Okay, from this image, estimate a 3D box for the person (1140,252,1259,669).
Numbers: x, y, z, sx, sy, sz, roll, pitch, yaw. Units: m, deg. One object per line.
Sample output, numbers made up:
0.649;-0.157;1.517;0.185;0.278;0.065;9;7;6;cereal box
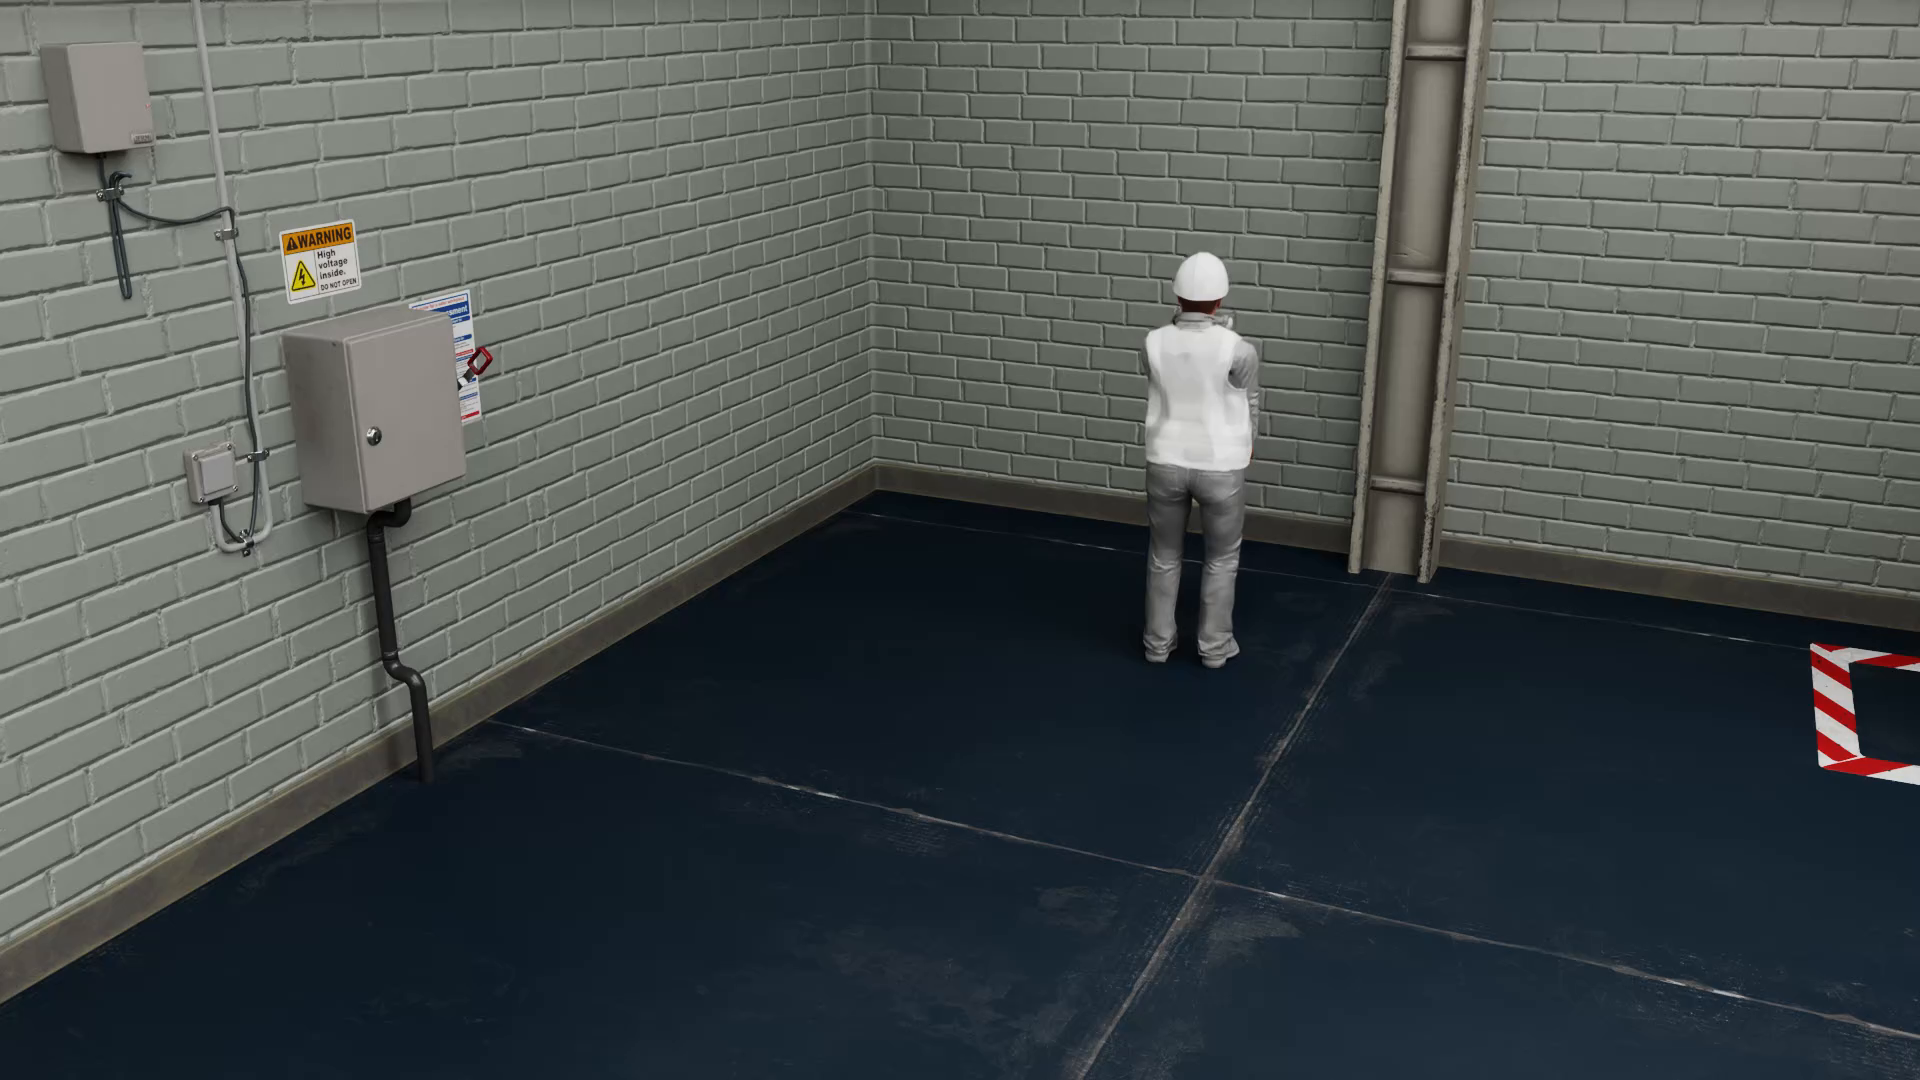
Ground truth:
1.017;-0.342;7.030;0.482;1.772;0.551;8;20;22;person
